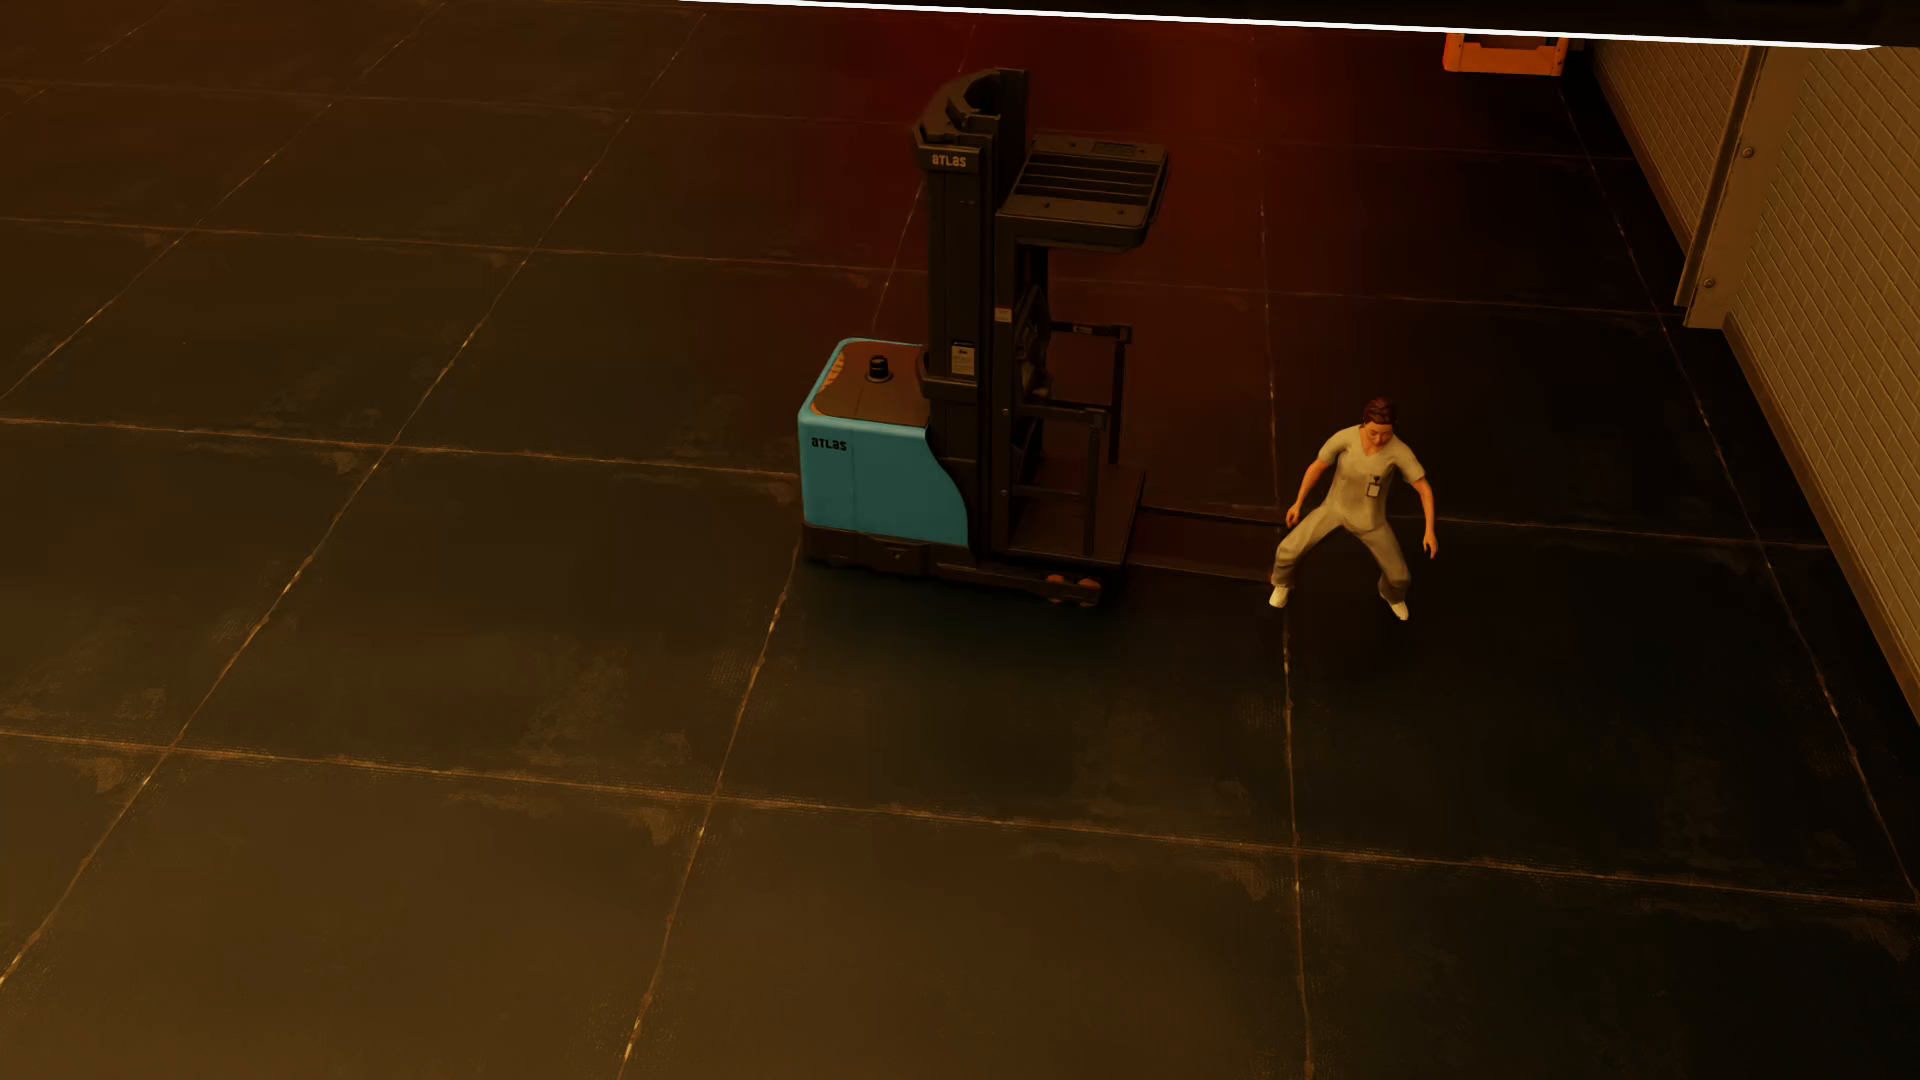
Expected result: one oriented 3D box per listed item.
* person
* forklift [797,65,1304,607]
[{"bbox_3d":[2.276,-0.127,9.412,0.879,1.548,0.752,12,38,15],"label":"person"},{"bbox_3d":[0.601,-1.128,9.560,3.031,2.935,1.130,8,37,10],"label":"forklift"}]
